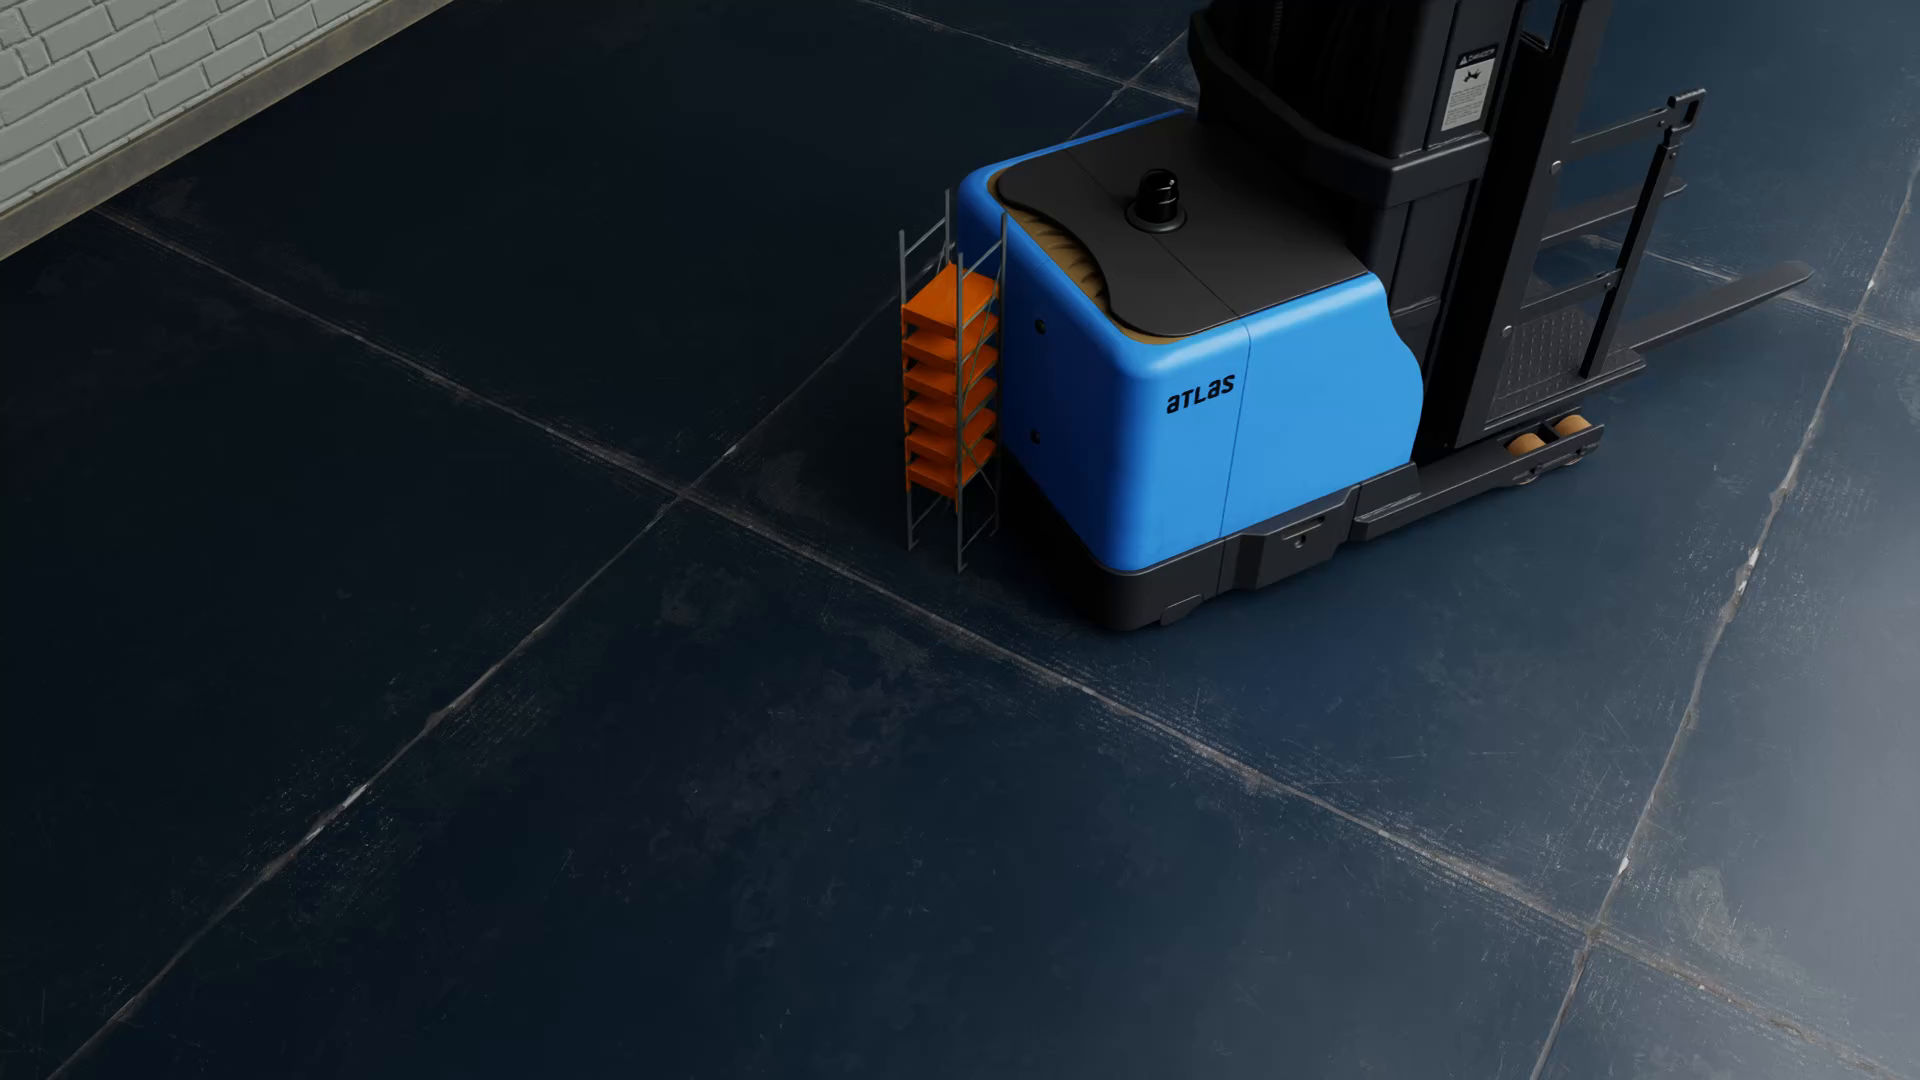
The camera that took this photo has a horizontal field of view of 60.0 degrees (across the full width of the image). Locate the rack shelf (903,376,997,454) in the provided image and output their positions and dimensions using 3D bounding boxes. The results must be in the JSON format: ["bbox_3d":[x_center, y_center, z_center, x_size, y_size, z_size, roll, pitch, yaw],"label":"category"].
[{"bbox_3d":[-0.020,-0.390,4.854,0.180,0.103,0.258,25,51,22],"label":"rack shelf"}]

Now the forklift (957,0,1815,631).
[{"bbox_3d":[1.524,-1.518,4.681,3.031,2.935,1.130,-21,49,-19],"label":"forklift"}]

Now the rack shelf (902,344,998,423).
[{"bbox_3d":[-0.019,-0.474,4.768,0.180,0.103,0.258,25,51,22],"label":"rack shelf"}]

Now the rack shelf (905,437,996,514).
[{"bbox_3d":[-0.020,-0.223,5.026,0.180,0.103,0.258,25,51,22],"label":"rack shelf"}]

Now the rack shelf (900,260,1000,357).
[{"bbox_3d":[-0.019,-0.642,4.596,0.180,0.103,0.258,25,51,22],"label":"rack shelf"}]

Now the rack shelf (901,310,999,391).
[{"bbox_3d":[-0.019,-0.558,4.682,0.180,0.103,0.258,25,51,22],"label":"rack shelf"}]

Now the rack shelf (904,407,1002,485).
[{"bbox_3d":[-0.020,-0.306,4.940,0.180,0.103,0.258,25,51,22],"label":"rack shelf"}]

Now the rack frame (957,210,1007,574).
[{"bbox_3d":[0.058,-0.386,4.788,0.006,1.200,0.240,25,51,22],"label":"rack frame"}]

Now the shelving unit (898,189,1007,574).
[{"bbox_3d":[-0.020,-0.421,4.822,0.189,1.200,0.258,25,51,22],"label":"shelving unit"}]

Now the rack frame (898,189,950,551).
[{"bbox_3d":[-0.097,-0.457,4.856,0.006,1.200,0.240,25,51,22],"label":"rack frame"}]
